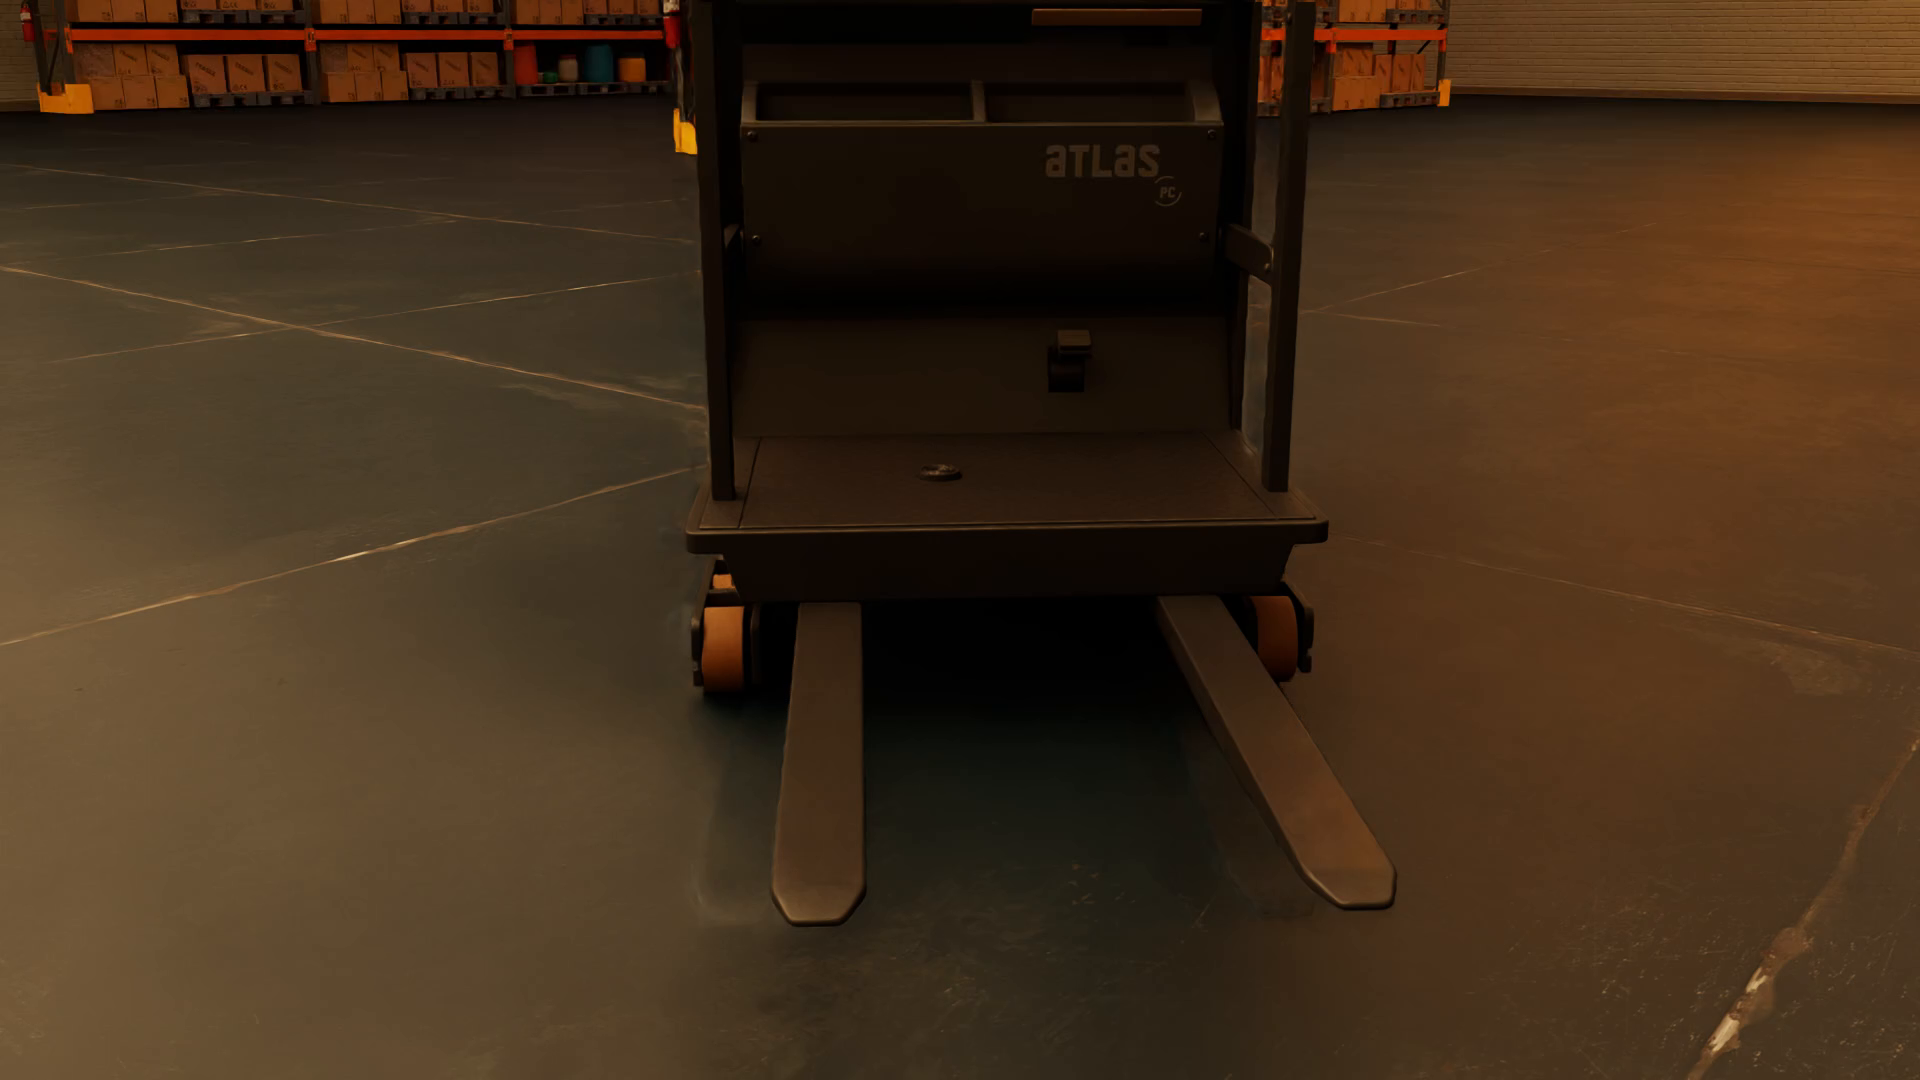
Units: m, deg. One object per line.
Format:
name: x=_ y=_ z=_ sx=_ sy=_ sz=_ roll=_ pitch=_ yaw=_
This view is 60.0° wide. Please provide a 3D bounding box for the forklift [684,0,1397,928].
forklift: x=0.057 y=-1.218 z=2.910 sx=1.130 sy=2.935 sz=3.031 roll=-1 pitch=17 yaw=-3
